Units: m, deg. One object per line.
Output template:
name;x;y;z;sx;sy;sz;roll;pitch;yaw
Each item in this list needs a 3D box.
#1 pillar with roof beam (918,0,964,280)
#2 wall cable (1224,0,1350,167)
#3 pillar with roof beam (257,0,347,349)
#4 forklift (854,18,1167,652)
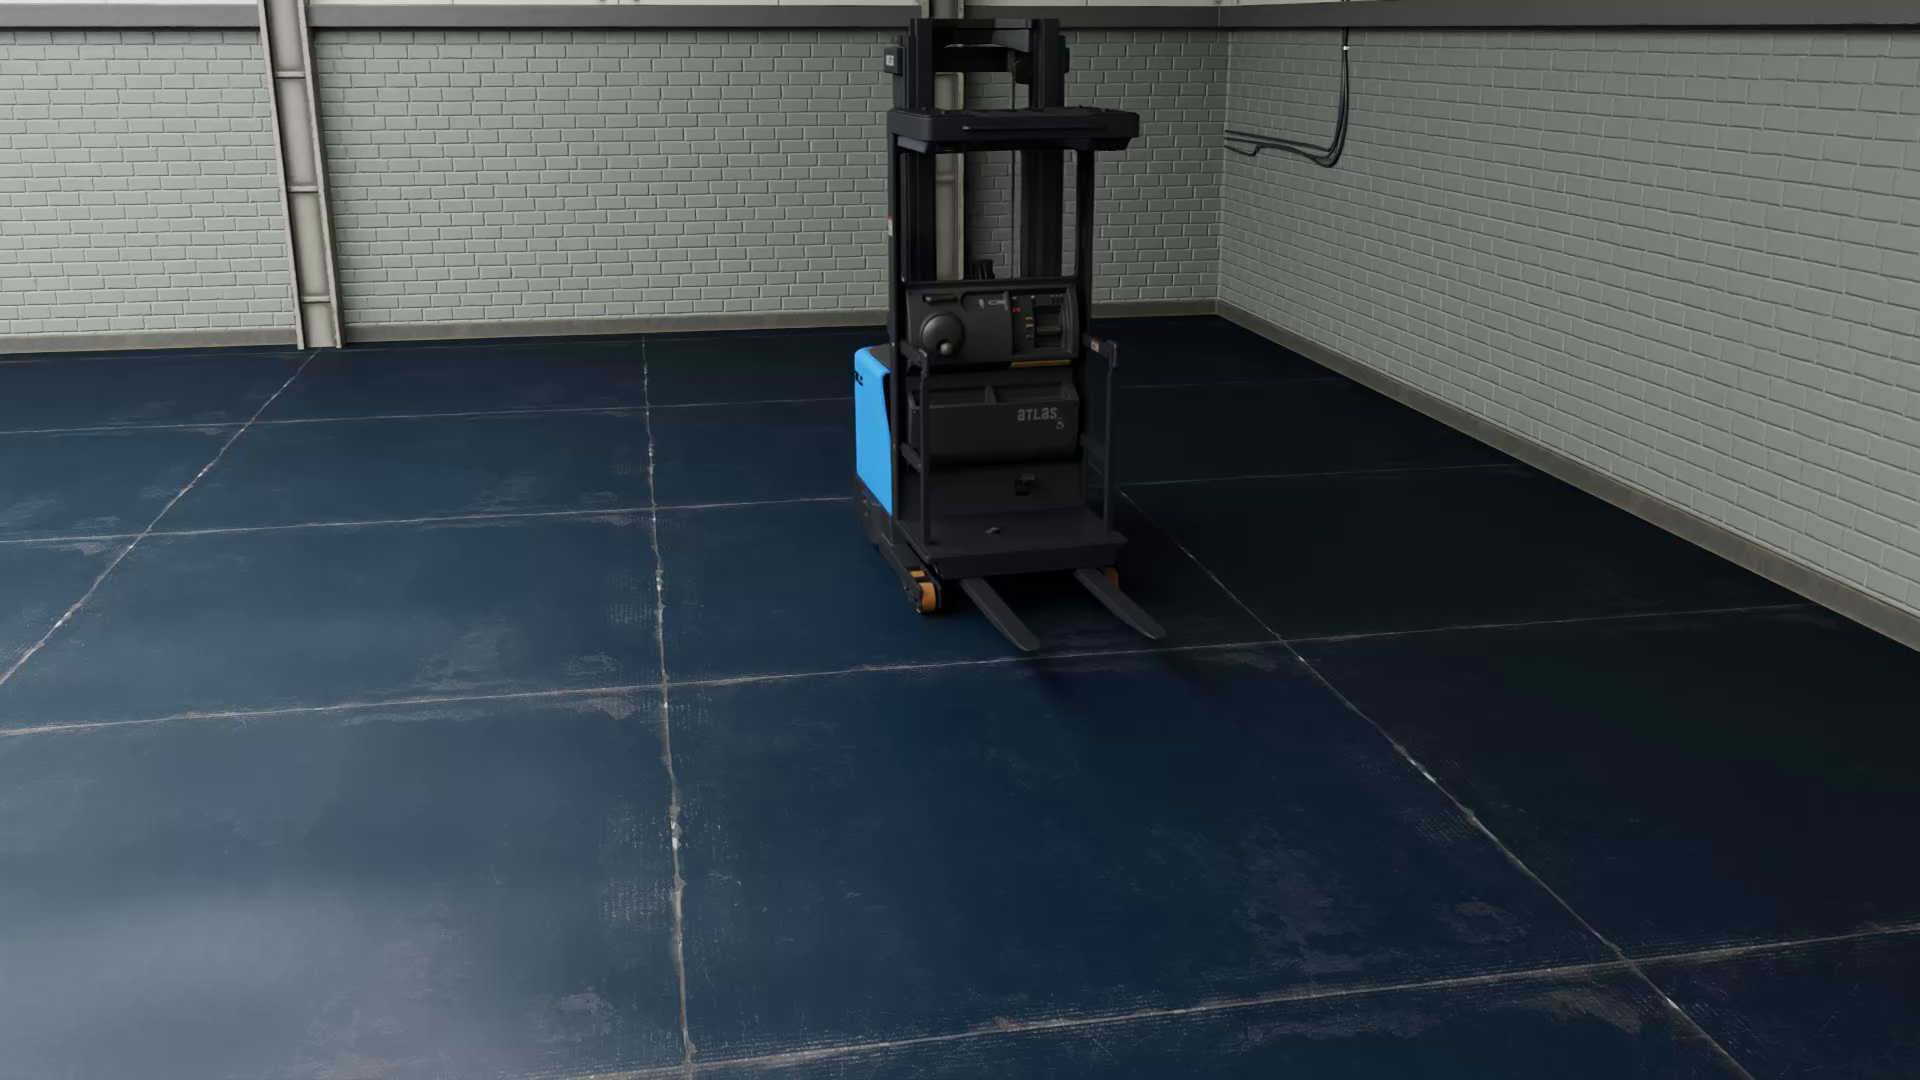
pillar with roof beam;0.635;-5.249;11.574;0.400;9.000;9.100;-3;17;-10
wall cable;2.962;-4.788;15.363;0.112;2.526;3.097;-3;17;-10
pillar with roof beam;-5.256;-4.914;10.486;0.400;9.000;9.100;-3;17;-10
forklift;0.232;-1.147;8.553;1.130;2.935;3.031;-4;18;-14
